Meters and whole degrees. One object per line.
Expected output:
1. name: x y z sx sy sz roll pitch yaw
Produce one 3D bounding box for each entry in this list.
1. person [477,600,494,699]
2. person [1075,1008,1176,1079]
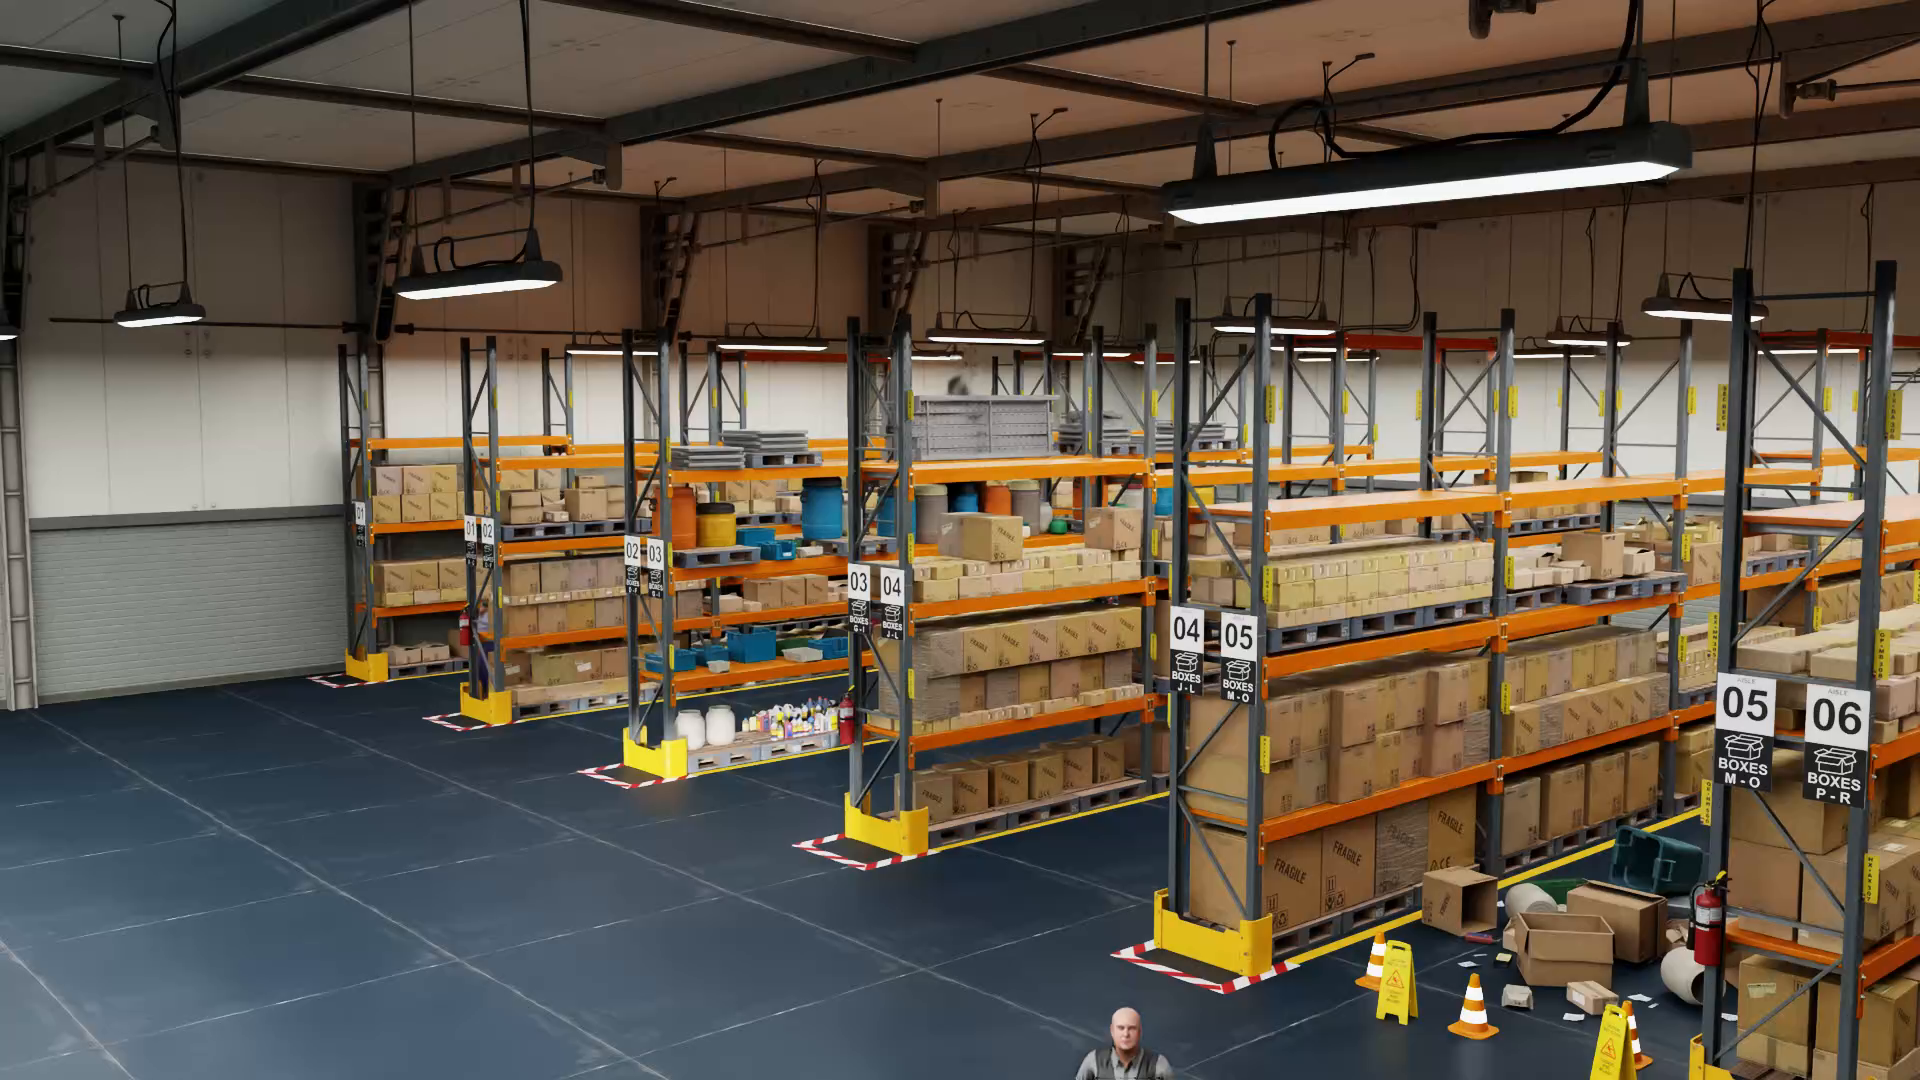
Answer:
1. person: -8.014 1.853 28.085 0.628 1.705 0.685 5 7 42
2. person: 0.945 3.490 9.497 0.660 1.686 0.632 1 5 8
